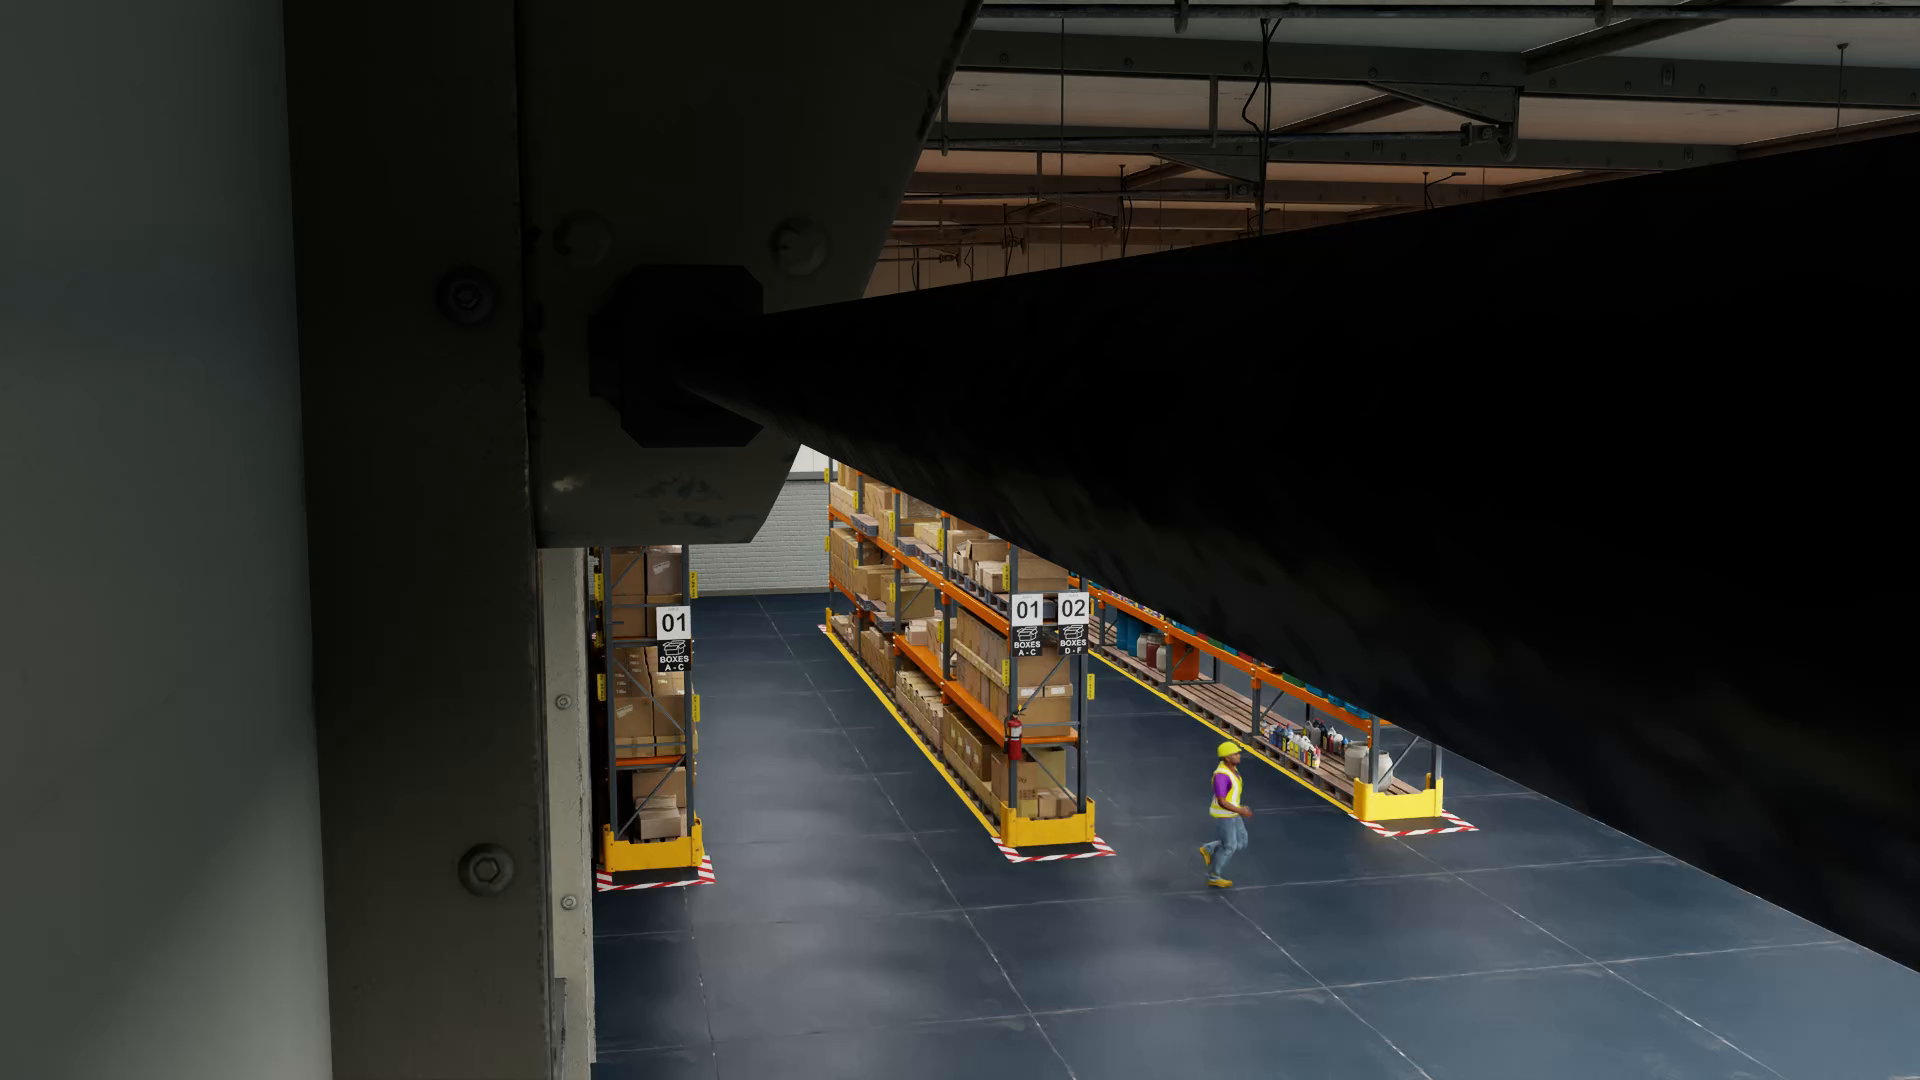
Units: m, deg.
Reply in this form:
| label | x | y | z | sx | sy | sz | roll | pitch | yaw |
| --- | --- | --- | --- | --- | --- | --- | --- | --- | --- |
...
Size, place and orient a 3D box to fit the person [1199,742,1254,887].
| label | x | y | z | sx | sy | sz | roll | pitch | yaw |
| --- | --- | --- | --- | --- | --- | --- | --- | --- | --- |
| person | 3.115 | 3.186 | 19.377 | 0.654 | 1.720 | 0.721 | 2 | 7 | 19 |
